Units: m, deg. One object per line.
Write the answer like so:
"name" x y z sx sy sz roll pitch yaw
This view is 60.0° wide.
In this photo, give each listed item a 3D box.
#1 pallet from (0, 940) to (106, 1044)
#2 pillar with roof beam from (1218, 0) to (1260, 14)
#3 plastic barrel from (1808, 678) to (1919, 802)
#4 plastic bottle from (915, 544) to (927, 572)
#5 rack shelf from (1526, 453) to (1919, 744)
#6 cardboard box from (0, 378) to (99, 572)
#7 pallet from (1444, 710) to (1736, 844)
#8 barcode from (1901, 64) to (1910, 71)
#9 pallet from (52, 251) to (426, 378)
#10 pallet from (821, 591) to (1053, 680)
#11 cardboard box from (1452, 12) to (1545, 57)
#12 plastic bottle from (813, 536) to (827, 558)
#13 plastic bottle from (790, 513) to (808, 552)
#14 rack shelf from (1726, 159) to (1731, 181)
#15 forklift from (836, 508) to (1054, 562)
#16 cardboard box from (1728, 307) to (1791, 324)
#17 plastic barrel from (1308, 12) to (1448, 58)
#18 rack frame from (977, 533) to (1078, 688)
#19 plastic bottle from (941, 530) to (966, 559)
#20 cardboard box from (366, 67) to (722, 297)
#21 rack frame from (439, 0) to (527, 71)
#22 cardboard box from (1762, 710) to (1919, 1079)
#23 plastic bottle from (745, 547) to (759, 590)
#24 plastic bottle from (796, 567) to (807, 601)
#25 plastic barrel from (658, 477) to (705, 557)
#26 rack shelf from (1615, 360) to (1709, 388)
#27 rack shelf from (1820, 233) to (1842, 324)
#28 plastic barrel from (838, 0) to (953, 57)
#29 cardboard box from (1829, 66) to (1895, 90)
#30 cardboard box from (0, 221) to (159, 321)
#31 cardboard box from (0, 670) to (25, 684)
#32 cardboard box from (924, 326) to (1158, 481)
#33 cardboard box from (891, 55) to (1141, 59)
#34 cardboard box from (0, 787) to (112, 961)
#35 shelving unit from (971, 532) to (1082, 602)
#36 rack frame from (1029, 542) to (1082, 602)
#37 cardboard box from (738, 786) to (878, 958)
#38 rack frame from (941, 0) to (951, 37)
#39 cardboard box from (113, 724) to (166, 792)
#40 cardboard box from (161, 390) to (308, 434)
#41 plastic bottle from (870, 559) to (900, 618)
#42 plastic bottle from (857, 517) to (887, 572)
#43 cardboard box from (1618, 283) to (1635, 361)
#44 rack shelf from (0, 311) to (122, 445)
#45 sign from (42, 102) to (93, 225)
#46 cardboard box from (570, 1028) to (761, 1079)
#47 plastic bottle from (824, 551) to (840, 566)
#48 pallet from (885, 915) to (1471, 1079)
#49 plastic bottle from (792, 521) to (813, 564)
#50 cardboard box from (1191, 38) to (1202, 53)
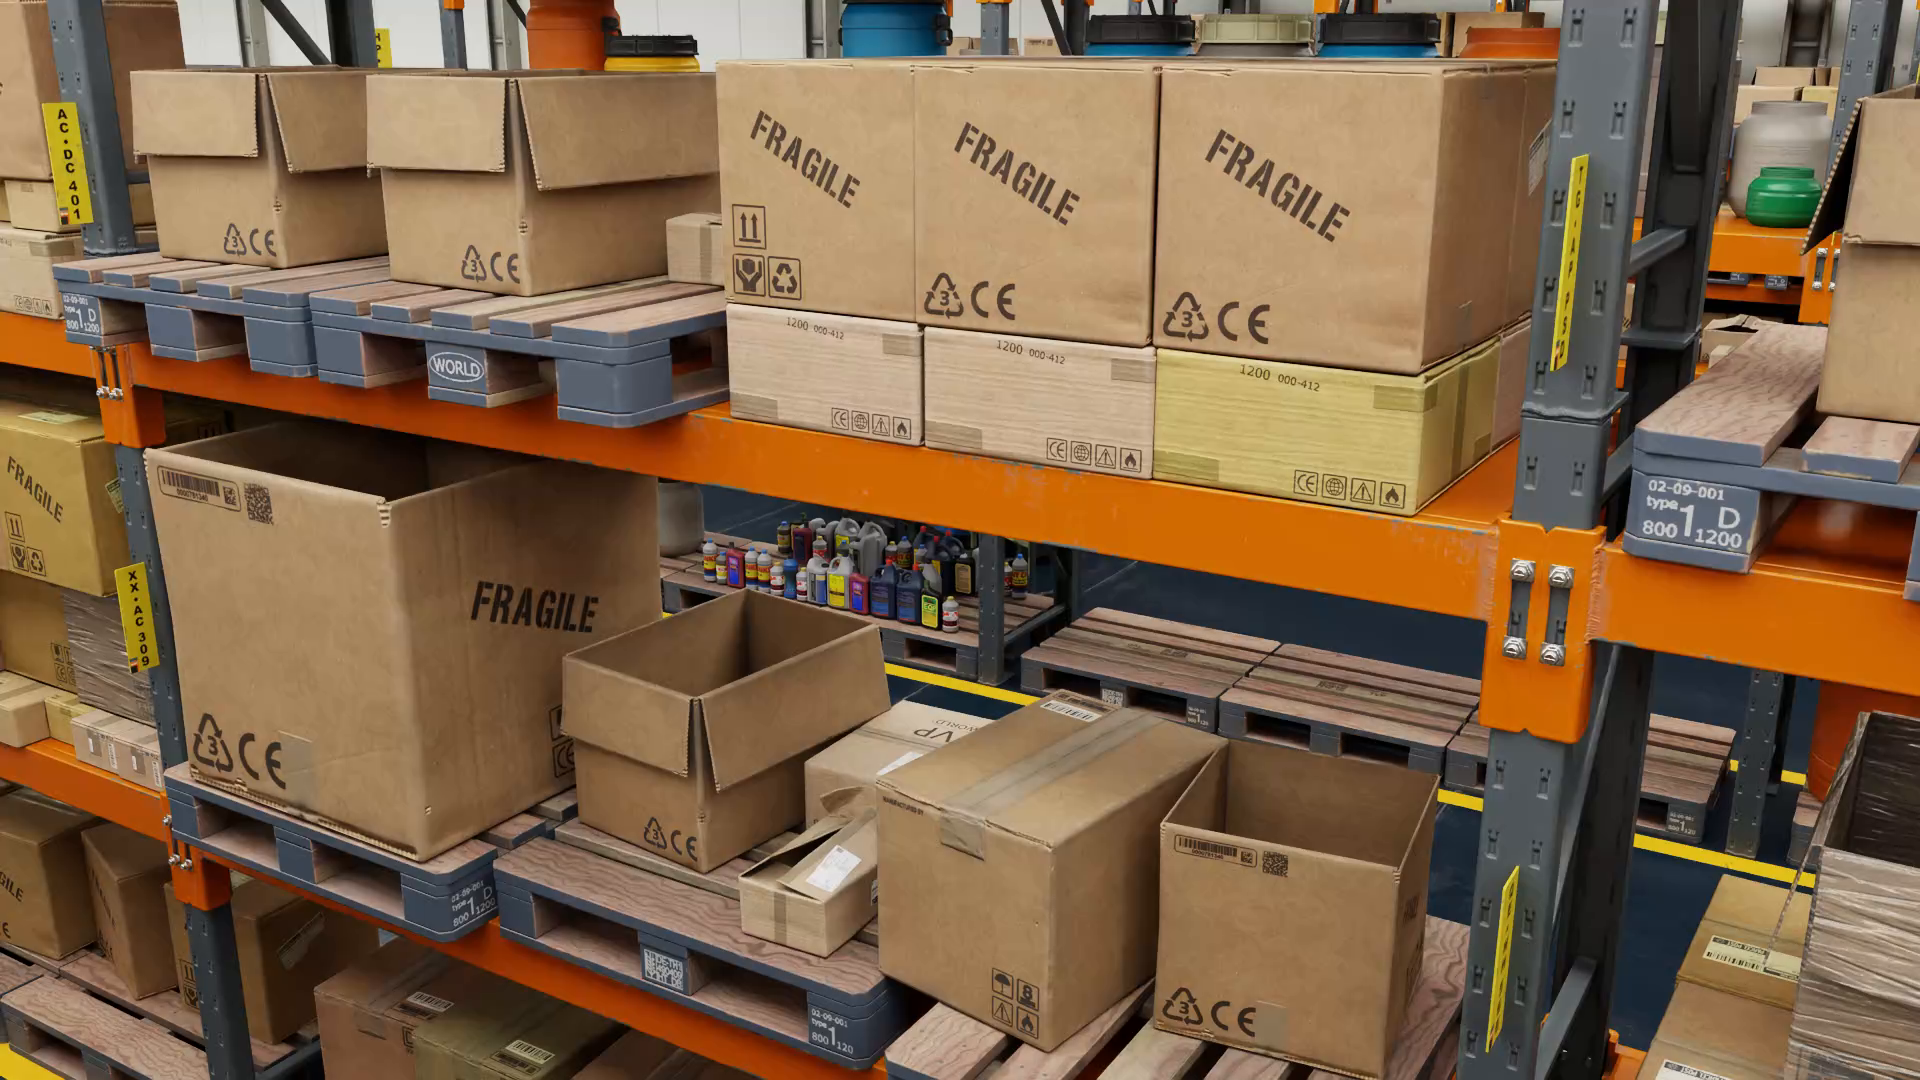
"pallet" -3.810 1.567 6.861 1.213 0.211 1.003 10 20 30
"pillar with roof beam" 0.989 -5.690 15.629 0.400 9.000 9.100 10 20 30
"plastic barrel" 4.251 0.800 7.596 0.708 0.830 0.600 10 20 30
"plastic bottle" -0.241 0.162 10.625 0.097 0.271 0.097 0 17 0
"rack shelf" 2.937 0.333 2.202 4.000 0.370 1.077 10 20 30
"cardboard box" -3.130 -0.234 5.585 0.500 0.500 0.500 10 20 30
"pallet" 3.185 1.100 8.398 1.213 0.211 1.003 10 20 30
"barcode" 8.981 -4.488 15.802 0.075 0.075 0.001 10 20 30
"pallet" -1.705 -0.714 4.733 1.003 0.211 1.213 10 20 30
"pallet" -0.134 0.506 10.352 1.213 0.211 1.003 10 20 30
"cardboard box" 4.014 -3.681 12.421 0.500 0.500 0.500 12 21 35
"plastic bottle" -0.928 0.075 11.031 0.097 0.201 0.097 0 17 0
"plastic bottle" -1.089 -0.051 11.304 0.133 0.283 0.061 11 20 31
"rack shelf" 4.716 -2.729 12.280 4.000 0.370 1.077 10 20 30
"forklift" -0.307 -1.577 12.530 1.130 2.935 3.031 -9 19 -27
"cardboard box" 7.916 -2.133 16.496 0.500 0.250 0.500 11 20 31
"plastic barrel" 2.078 -2.168 8.335 0.708 0.901 0.600 10 20 30
"rack frame" 0.416 -0.716 9.576 0.127 3.000 1.000 10 20 30
"plastic bottle" -0.054 0.116 10.640 0.185 0.351 0.144 11 20 32
"cardboard box" -1.024 -0.935 4.239 0.637 0.503 0.797 11 20 32
"rack frame" -2.992 -4.195 10.707 0.127 3.000 1.000 10 20 30
"cardboard box" 1.847 0.707 2.995 0.637 0.503 0.797 11 20 32
"plastic bottle" -1.318 0.176 10.578 0.097 0.271 0.097 0 17 0
"plastic bottle" -0.973 0.271 10.386 0.097 0.201 0.097 0 17 0
"plastic barrel" -1.964 -0.177 11.361 0.421 0.512 0.421 0 17 0
"rack shelf" 4.716 -1.293 12.716 4.000 0.370 1.077 10 20 30
"rack shelf" 5.529 -0.894 6.240 4.000 0.370 1.077 10 20 30
"plastic barrel" -0.376 -2.770 9.592 0.708 0.901 0.600 10 20 30
"cardboard box" 8.516 -4.220 15.745 0.500 0.500 0.500 10 20 30
"cardboard box" -2.701 -0.857 5.139 0.500 0.250 0.500 11 20 32
"cardboard box" -3.318 0.497 6.016 0.250 0.149 0.380 10 20 30
"cardboard box" 0.269 -0.328 3.396 0.500 0.250 0.500 10 20 30
"cardboard box" 0.104 -0.891 3.960 0.500 0.500 0.500 9 19 28
"cardboard box" -3.558 1.275 6.600 0.500 0.500 0.500 8 19 25
"shelving unit" 0.438 -0.373 11.027 0.431 1.500 0.755 -10 20 -30
"rack frame" 0.627 -0.281 10.727 0.400 1.500 0.023 -10 20 -30
"cardboard box" -0.330 0.796 4.108 0.258 0.266 0.396 9 19 29
"rack frame" -0.397 -5.421 14.744 0.127 3.000 1.000 10 20 30
"cardboard box" -2.513 0.671 5.442 0.250 0.149 0.380 10 20 30
"cardboard box" -2.426 -0.289 5.767 0.500 0.500 0.500 10 20 30
"plastic bottle" -0.447 0.286 10.081 0.185 0.351 0.144 9 19 27
"plastic bottle" -0.577 0.022 10.947 0.185 0.351 0.144 10 20 30
"cardboard box" 4.982 -1.632 12.422 0.500 0.500 0.500 9 19 27
"rack shelf" -3.880 -0.884 6.208 4.000 0.370 1.077 10 20 30
"sign" -2.453 -1.036 4.580 0.005 0.325 0.100 10 20 30
"cardboard box" -0.790 1.758 4.978 0.500 0.500 0.700 8 19 25
"plastic bottle" -0.803 0.217 10.424 0.133 0.283 0.061 10 20 30
"pallet" 0.570 1.129 3.833 1.003 0.211 1.213 10 20 30
"plastic bottle" -1.053 0.008 11.112 0.133 0.283 0.061 10 20 30
"cardboard box" 1.675 -3.976 14.008 0.637 0.503 0.797 13 21 36
